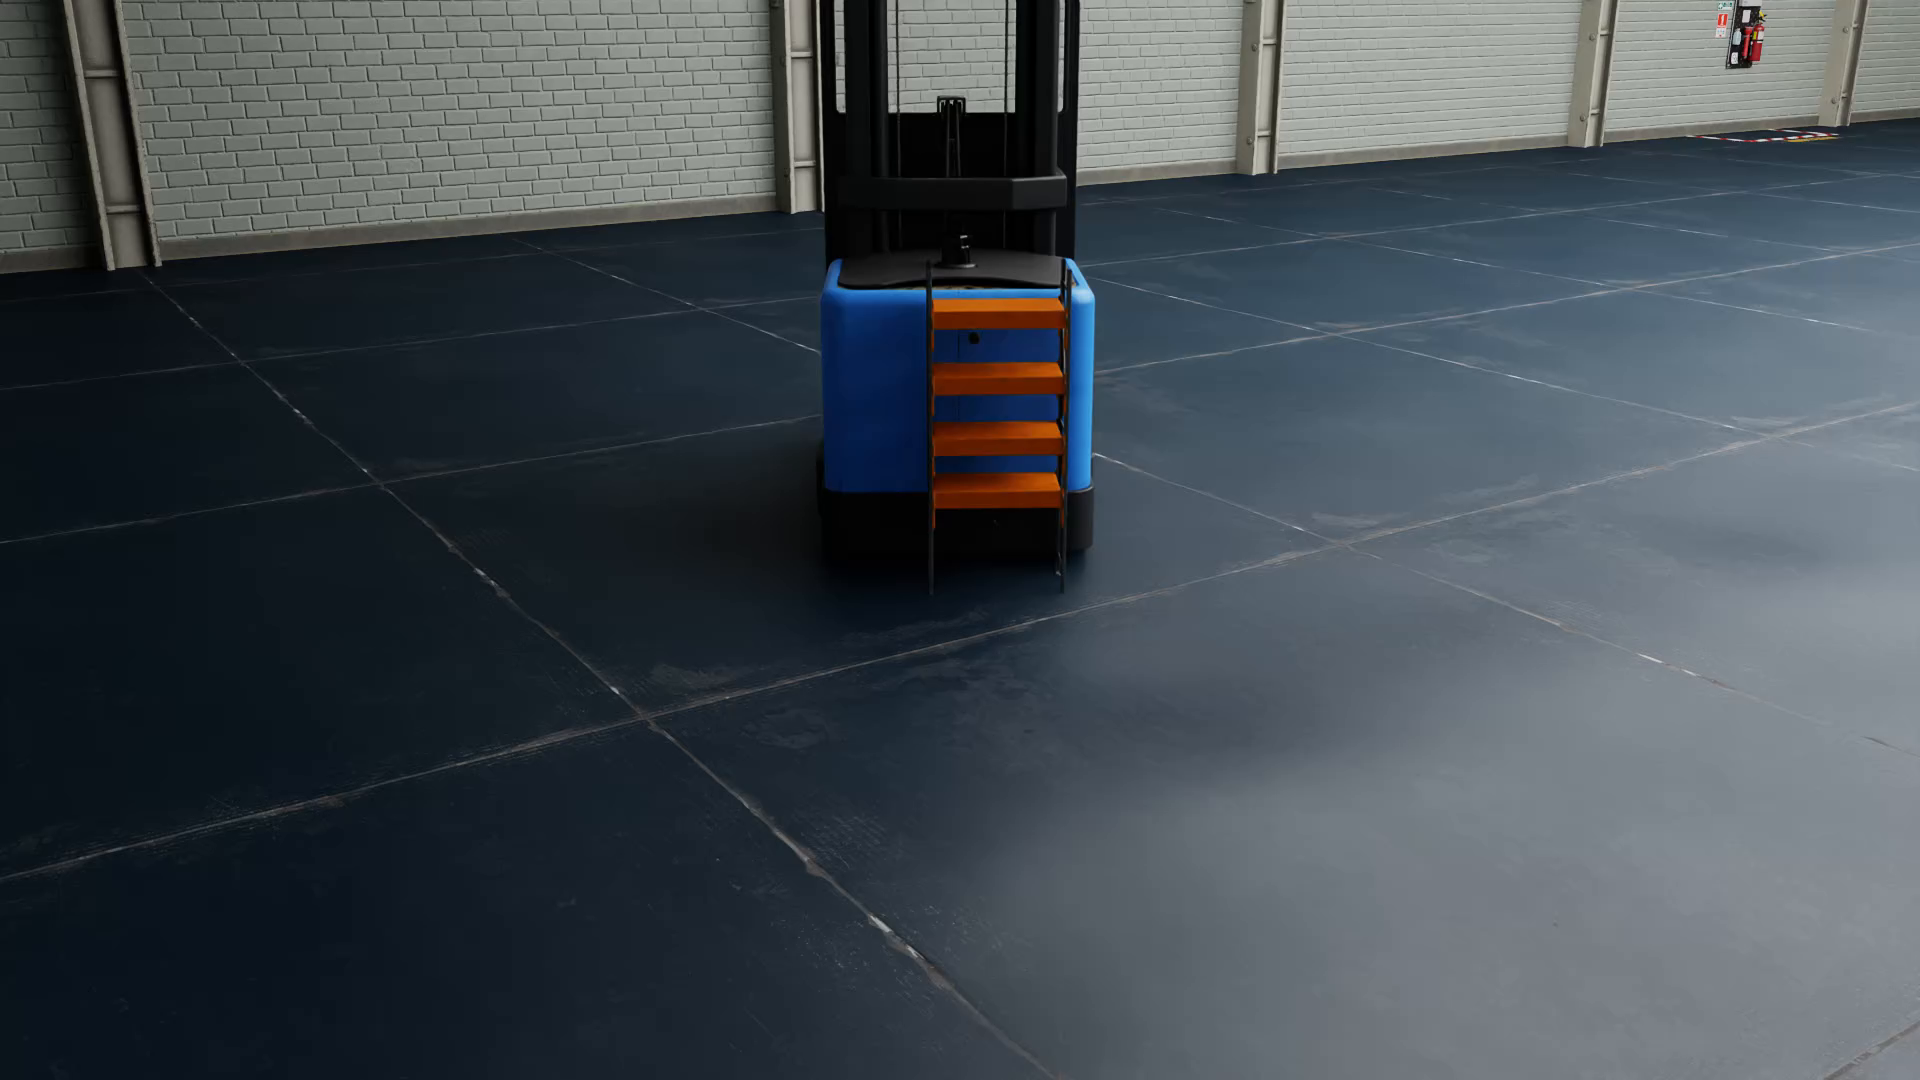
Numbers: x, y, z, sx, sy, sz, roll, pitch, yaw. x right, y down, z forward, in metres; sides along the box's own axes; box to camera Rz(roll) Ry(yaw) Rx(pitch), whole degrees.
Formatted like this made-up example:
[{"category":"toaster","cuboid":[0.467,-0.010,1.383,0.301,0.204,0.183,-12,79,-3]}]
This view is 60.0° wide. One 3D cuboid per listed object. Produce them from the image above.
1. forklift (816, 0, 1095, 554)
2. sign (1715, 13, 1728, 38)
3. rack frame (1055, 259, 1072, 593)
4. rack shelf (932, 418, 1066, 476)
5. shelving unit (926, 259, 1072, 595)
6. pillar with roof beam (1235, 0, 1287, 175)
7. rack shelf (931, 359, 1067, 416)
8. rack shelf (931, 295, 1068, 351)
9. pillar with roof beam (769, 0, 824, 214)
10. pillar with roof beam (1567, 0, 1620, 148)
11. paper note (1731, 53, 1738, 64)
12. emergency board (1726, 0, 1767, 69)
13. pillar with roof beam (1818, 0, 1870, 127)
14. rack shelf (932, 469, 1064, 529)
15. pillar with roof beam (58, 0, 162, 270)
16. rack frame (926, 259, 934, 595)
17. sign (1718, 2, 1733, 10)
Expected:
[{"category":"forklift","cuboid":[-0.051,-1.756,7.361,1.130,2.935,3.031,-1,19,-2]},{"category":"sign","cuboid":[10.875,-7.347,23.737,0.234,0.329,0.001,-12,22,-31]},{"category":"rack frame","cuboid":[0.377,-0.409,6.081,0.015,1.200,0.240,-1,19,-2]},{"category":"rack shelf","cuboid":[0.134,-0.342,6.093,0.480,0.148,0.258,-1,19,-2]},{"category":"shelving unit","cuboid":[0.134,-0.406,6.072,0.503,1.200,0.258,-1,19,-2]},{"category":"pillar with roof beam","cuboid":[5.824,-7.401,14.587,0.400,9.000,9.100,-12,22,-31]},{"category":"rack shelf","cuboid":[0.134,-0.554,6.021,0.480,0.148,0.258,-1,19,-2]},{"category":"rack shelf","cuboid":[0.134,-0.778,5.946,0.480,0.148,0.258,-1,19,-2]},{"category":"pillar with roof beam","cuboid":[0.813,-6.345,11.461,0.400,9.000,9.100,-12,22,-31]},{"category":"pillar with roof beam","cuboid":[10.835,-8.458,17.713,0.400,9.000,9.100,-12,22,-31]},{"category":"paper note","cuboid":[11.208,-6.970,24.052,0.142,0.148,0.016,-12,22,-31]},{"category":"emergency board","cuboid":[11.393,-7.400,23.949,0.643,1.169,0.194,-12,22,-31]},{"category":"pillar with roof beam","cuboid":[15.846,-9.515,20.839,0.400,9.000,9.100,-12,22,-31]},{"category":"rack shelf","cuboid":[0.134,-0.154,6.157,0.480,0.148,0.258,-1,19,-2]},{"category":"pillar with roof beam","cuboid":[-4.198,-5.288,8.335,0.400,9.000,9.100,-12,22,-31]},{"category":"rack frame","cuboid":[-0.110,-0.403,6.062,0.015,1.200,0.240,-1,19,-2]},{"category":"sign","cuboid":[10.884,-7.596,23.647,0.331,0.109,0.001,-12,22,-31]}]
